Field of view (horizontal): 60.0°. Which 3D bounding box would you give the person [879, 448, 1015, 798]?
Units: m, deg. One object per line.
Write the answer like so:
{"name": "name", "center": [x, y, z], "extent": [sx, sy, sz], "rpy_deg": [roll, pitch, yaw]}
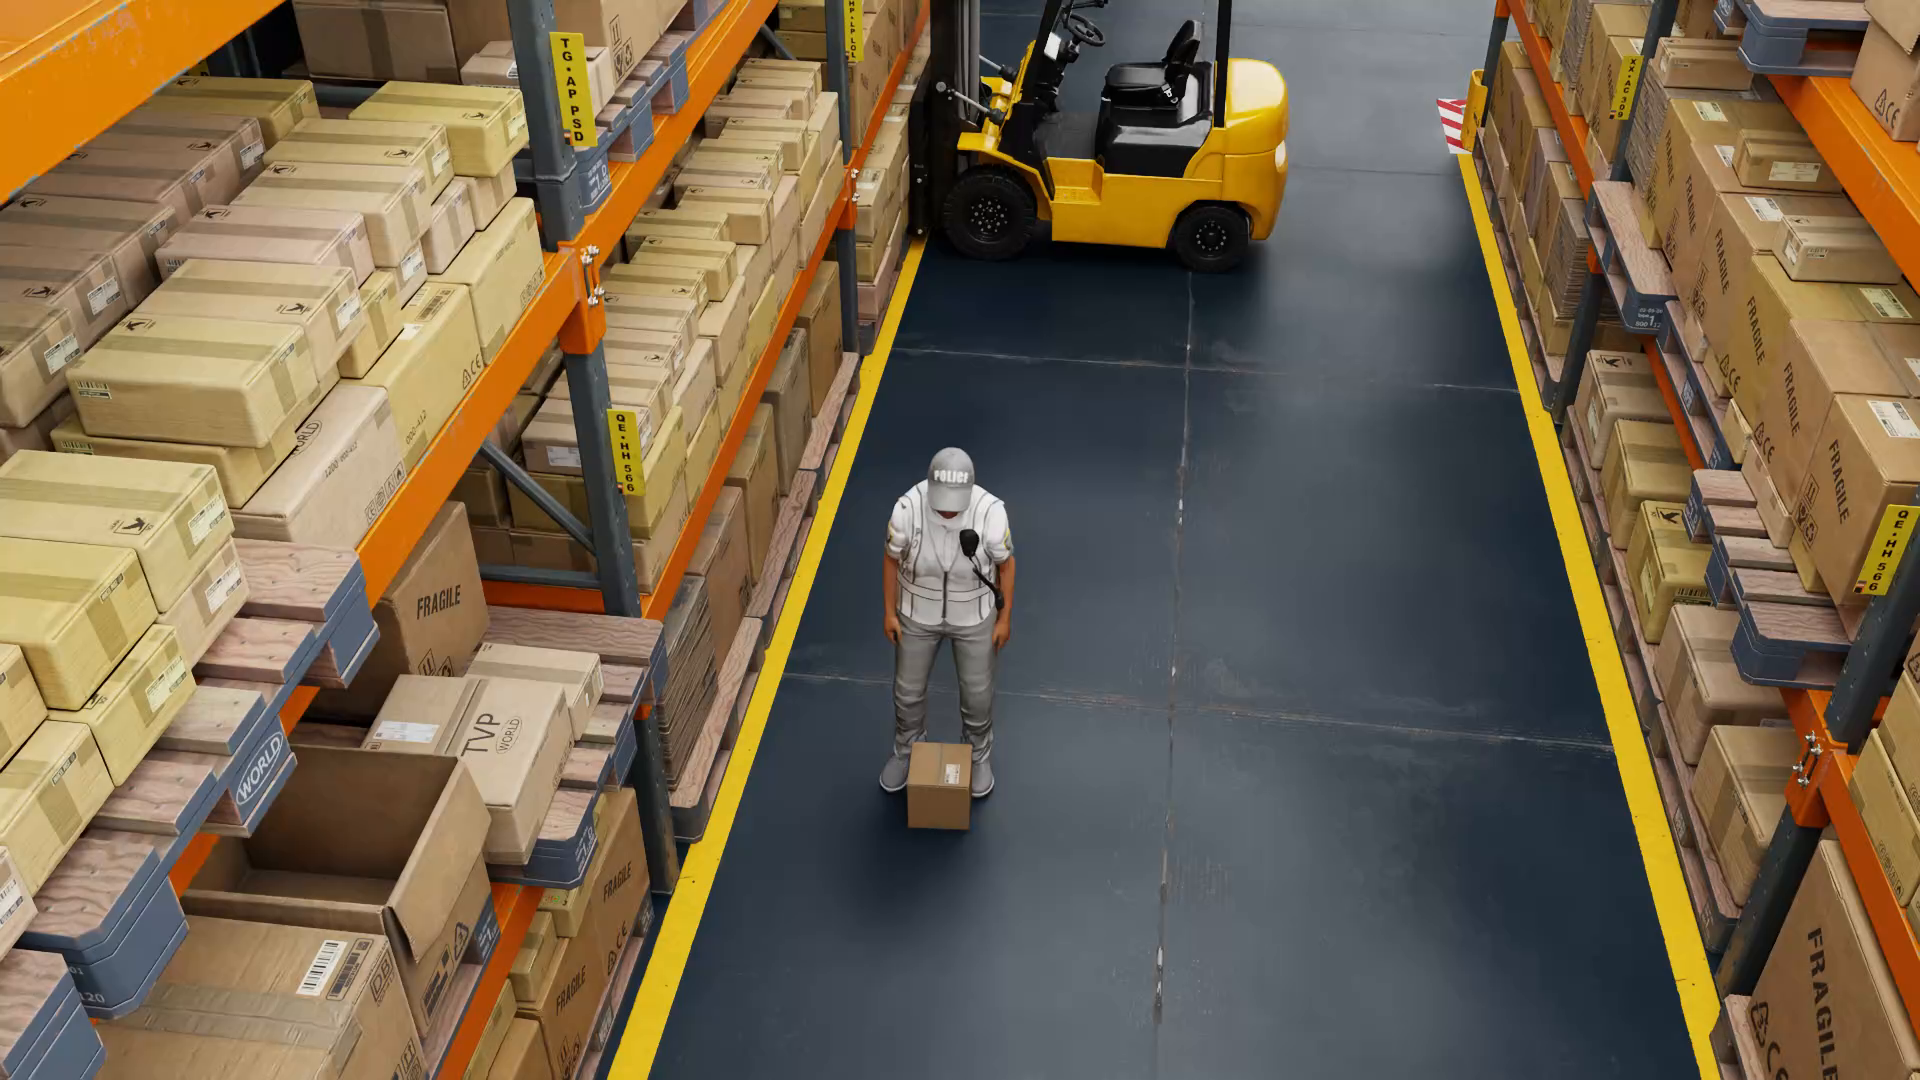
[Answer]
{"name": "person", "center": [-0.061, 0.315, 6.606], "extent": [0.546, 1.665, 0.469], "rpy_deg": [3, 36, 4]}
